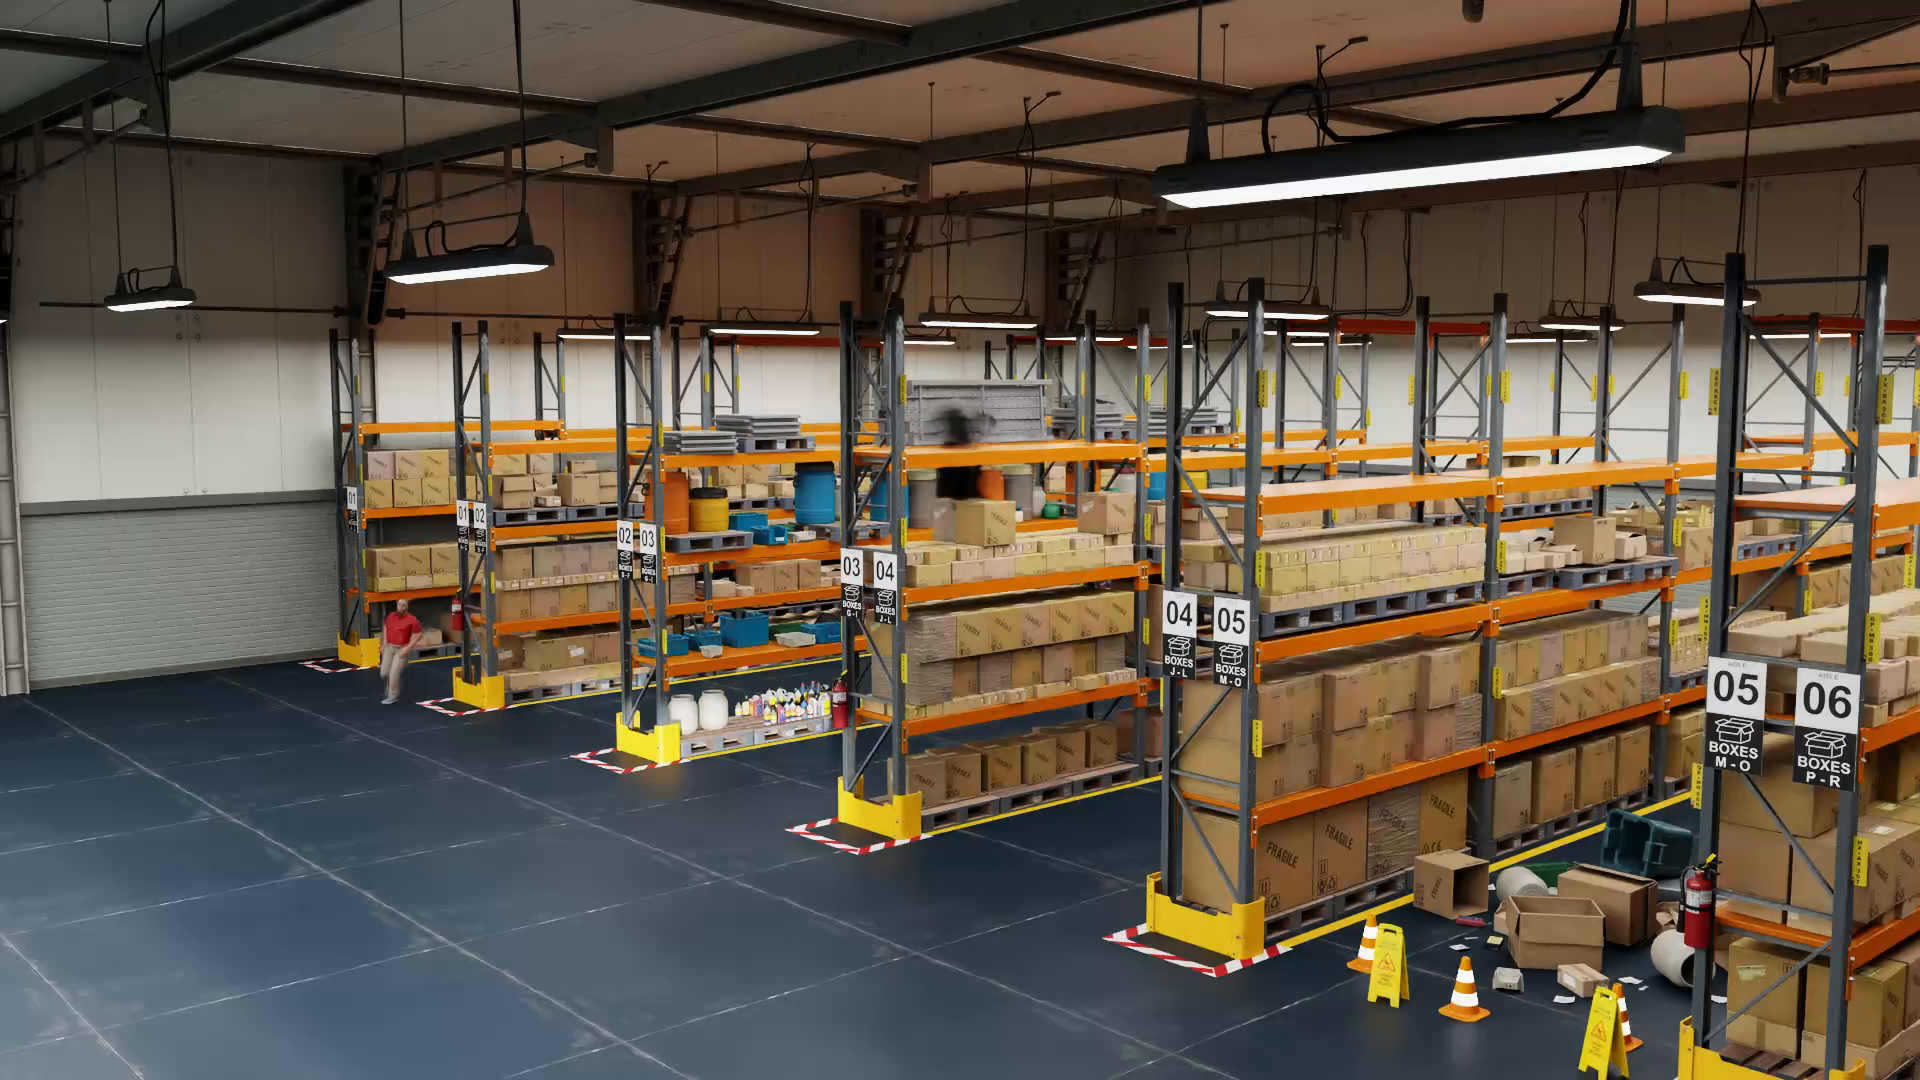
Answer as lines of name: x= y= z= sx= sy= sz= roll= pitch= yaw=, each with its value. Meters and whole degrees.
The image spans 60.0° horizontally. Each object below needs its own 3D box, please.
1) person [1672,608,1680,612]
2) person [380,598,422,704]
person: x=10.918 y=1.848 z=25.346 sx=0.736 sy=1.622 sz=0.628 roll=-4 pitch=7 yaw=-32
person: x=-8.845 y=1.752 z=26.285 sx=0.733 sy=1.648 sz=0.584 roll=1 pitch=6 yaw=8
